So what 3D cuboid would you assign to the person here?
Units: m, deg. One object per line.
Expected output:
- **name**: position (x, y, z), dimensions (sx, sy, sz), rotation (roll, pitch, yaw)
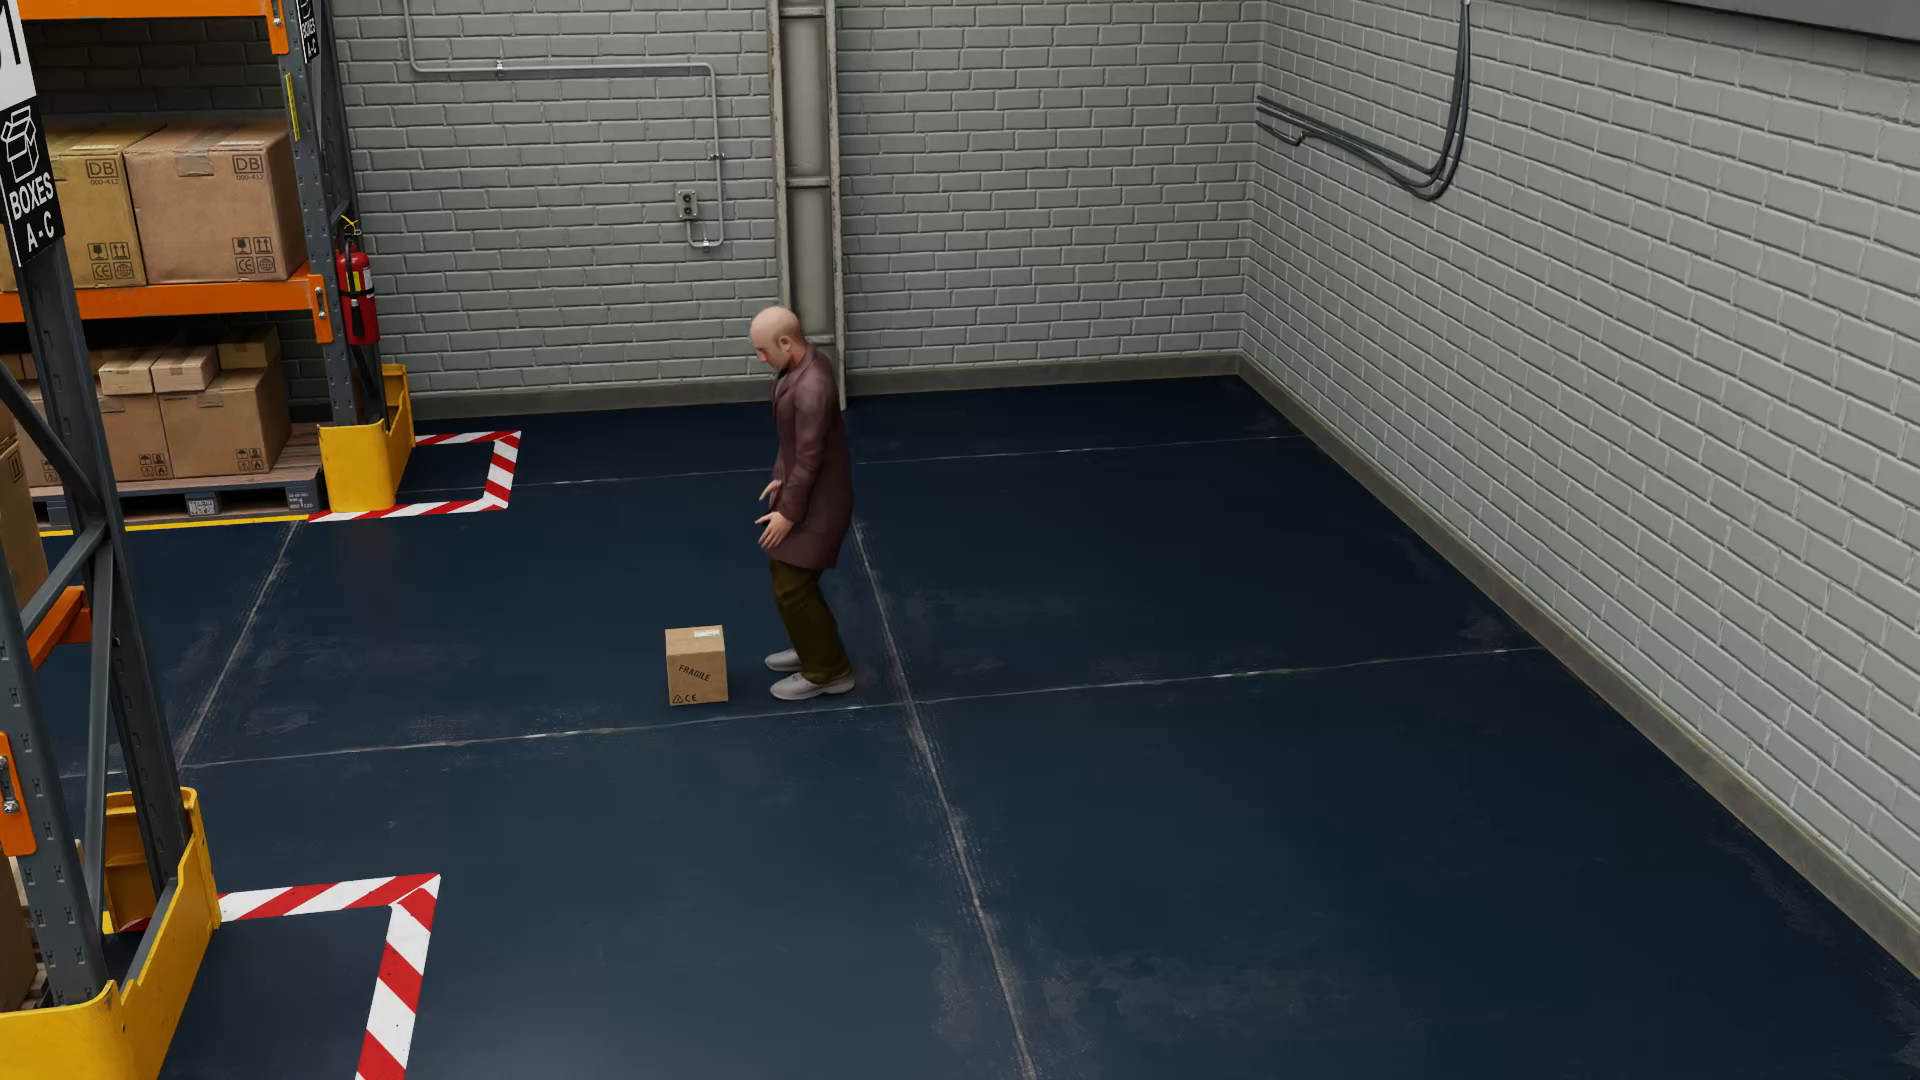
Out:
- **person**: position (-0.665, -0.120, 7.075), dimensions (0.432, 1.652, 0.591), rotation (-4, 23, -8)
